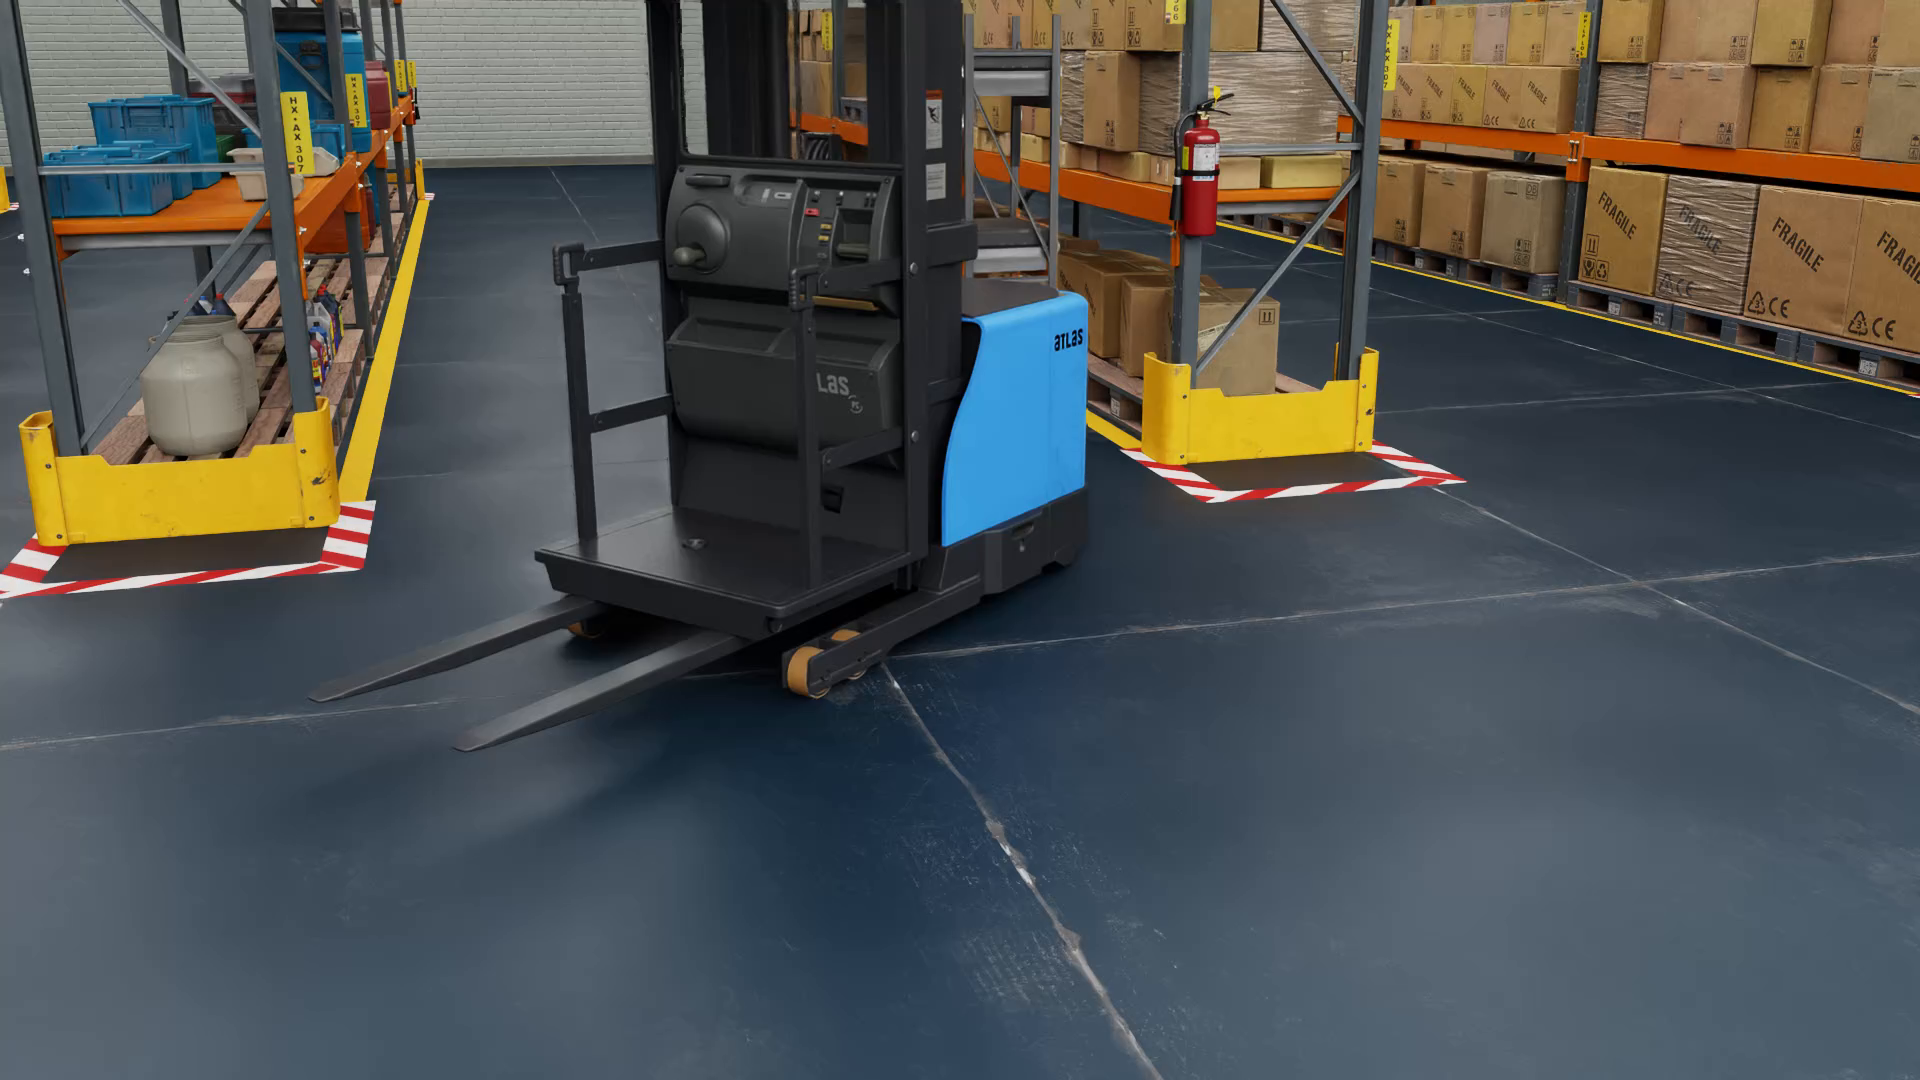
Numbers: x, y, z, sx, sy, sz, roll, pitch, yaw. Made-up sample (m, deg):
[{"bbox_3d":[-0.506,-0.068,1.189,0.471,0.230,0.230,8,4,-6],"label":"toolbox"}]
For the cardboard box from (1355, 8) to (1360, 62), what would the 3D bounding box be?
[{"bbox_3d":[4.246,-4.852,15.980,0.700,0.500,0.500,-5,17,-16],"label":"cardboard box"}]

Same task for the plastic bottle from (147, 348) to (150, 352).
[{"bbox_3d":[-4.204,-0.896,8.677,0.061,0.283,0.133,-4,17,-14],"label":"plastic bottle"}]

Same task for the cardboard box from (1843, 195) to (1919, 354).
[{"bbox_3d":[6.081,-1.604,10.040,0.875,0.875,0.875,-5,17,-15],"label":"cardboard box"}]

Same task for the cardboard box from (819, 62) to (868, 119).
[{"bbox_3d":[-1.038,-4.251,15.717,0.500,0.500,0.500,-4,17,-14],"label":"cardboard box"}]

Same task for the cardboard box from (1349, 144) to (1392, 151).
[{"bbox_3d":[4.176,-4.024,17.444,0.500,0.250,0.500,-6,18,-18],"label":"cardboard box"}]

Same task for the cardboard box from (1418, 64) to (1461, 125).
[{"bbox_3d":[4.412,-3.935,14.664,0.500,0.500,0.500,-5,17,-16],"label":"cardboard box"}]

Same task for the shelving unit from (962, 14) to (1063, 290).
[{"bbox_3d":[0.137,-1.135,7.079,0.431,2.100,0.503,-5,17,-17],"label":"shelving unit"}]

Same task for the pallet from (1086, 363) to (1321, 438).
[{"bbox_3d":[1.324,-0.787,9.204,1.003,0.211,1.213,-5,17,-15],"label":"pallet"}]

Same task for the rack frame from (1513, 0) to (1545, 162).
[{"bbox_3d":[7.765,-5.976,21.634,1.000,3.000,0.127,-5,17,-15],"label":"rack frame"}]

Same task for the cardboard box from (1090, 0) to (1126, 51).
[{"bbox_3d":[1.003,-2.813,8.674,0.500,0.500,0.500,-5,17,-15],"label":"cardboard box"}]

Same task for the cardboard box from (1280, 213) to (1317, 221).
[{"bbox_3d":[3.700,-3.616,17.391,0.500,0.500,0.500,-5,17,-16],"label":"cardboard box"}]

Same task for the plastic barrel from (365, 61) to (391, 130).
[{"bbox_3d":[-5.008,-3.656,13.671,0.600,0.536,0.708,-5,17,-15],"label":"plastic barrel"}]

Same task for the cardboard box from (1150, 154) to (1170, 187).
[{"bbox_3d":[1.189,-1.885,8.450,0.380,0.149,0.250,-5,17,-15],"label":"cardboard box"}]

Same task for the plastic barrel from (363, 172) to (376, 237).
[{"bbox_3d":[-5.888,-3.187,15.811,0.600,0.588,0.708,-5,17,-15],"label":"plastic barrel"}]

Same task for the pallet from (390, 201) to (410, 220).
[{"bbox_3d":[-6.765,-3.666,18.790,1.003,0.211,1.213,-5,17,-15],"label":"pallet"}]

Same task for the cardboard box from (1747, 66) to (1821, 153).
[{"bbox_3d":[5.795,-2.867,11.022,0.875,0.550,0.500,-5,17,-15],"label":"cardboard box"}]

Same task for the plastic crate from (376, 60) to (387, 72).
[{"bbox_3d":[-6.530,-5.127,18.592,0.402,0.464,0.583,-5,17,-15],"label":"plastic crate"}]

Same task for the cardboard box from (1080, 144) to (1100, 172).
[{"bbox_3d":[0.898,-2.160,9.366,0.380,0.149,0.250,-5,17,-15],"label":"cardboard box"}]

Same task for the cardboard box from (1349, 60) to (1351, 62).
[{"bbox_3d":[4.193,-4.823,16.985,0.380,0.149,0.250,-4,17,-13],"label":"cardboard box"}]

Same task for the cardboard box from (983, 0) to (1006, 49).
[{"bbox_3d":[0.453,-3.366,10.516,0.500,0.500,0.500,-5,17,-15],"label":"cardboard box"}]

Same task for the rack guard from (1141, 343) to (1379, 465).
[{"bbox_3d":[1.514,-0.697,8.405,1.175,0.500,0.348,-5,17,-15],"label":"rack guard"}]

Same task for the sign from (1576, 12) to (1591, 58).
[{"bbox_3d":[4.713,-3.815,12.564,0.100,0.325,0.005,-5,17,-15],"label":"sign"}]

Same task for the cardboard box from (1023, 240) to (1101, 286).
[{"bbox_3d":[0.671,-1.712,11.053,0.500,0.500,0.500,1,17,2],"label":"cardboard box"}]

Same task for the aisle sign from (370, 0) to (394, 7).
[{"bbox_3d":[-7.363,-7.196,21.174,0.394,0.787,0.004,-5,17,-15],"label":"aisle sign"}]

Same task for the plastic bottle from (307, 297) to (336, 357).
[{"bbox_3d":[-3.732,-1.233,9.681,0.144,0.351,0.185,-5,17,-16],"label":"plastic bottle"}]

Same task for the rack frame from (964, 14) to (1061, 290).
[{"bbox_3d":[0.210,-1.068,6.856,0.400,2.100,0.015,-5,17,-17],"label":"rack frame"}]

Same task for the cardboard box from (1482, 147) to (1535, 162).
[{"bbox_3d":[7.696,-5.132,22.548,0.875,0.438,0.875,-5,17,-16],"label":"cardboard box"}]

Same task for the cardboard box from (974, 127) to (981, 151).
[{"bbox_3d":[0.261,-2.706,11.184,0.380,0.149,0.250,-5,17,-15],"label":"cardboard box"}]

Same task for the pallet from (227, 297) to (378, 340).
[{"bbox_3d":[-4.580,-1.467,11.469,1.003,0.211,1.213,-5,17,-15],"label":"pallet"}]

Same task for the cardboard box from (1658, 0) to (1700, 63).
[{"bbox_3d":[5.563,-3.685,11.869,0.875,0.550,0.550,-5,17,-15],"label":"cardboard box"}]

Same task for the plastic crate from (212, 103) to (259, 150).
[{"bbox_3d":[-4.306,-2.404,9.848,0.767,0.338,0.504,-5,17,-15],"label":"plastic crate"}]

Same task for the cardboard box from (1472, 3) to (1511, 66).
[{"bbox_3d":[4.808,-4.290,14.107,0.700,0.500,0.500,-5,17,-15],"label":"cardboard box"}]

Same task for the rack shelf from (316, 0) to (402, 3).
[{"bbox_3d":[-7.075,-6.446,19.235,1.077,0.370,4.000,-5,17,-15],"label":"rack shelf"}]

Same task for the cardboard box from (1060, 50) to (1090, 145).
[{"bbox_3d":[1.061,-2.489,9.332,0.875,0.500,0.500,-5,17,-15],"label":"cardboard box"}]

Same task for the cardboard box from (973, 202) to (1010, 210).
[{"bbox_3d":[0.020,-2.453,13.485,0.700,0.500,0.500,-6,18,-20],"label":"cardboard box"}]

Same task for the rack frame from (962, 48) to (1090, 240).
[{"bbox_3d":[0.435,-2.980,11.658,1.000,3.000,0.127,-5,17,-15],"label":"rack frame"}]

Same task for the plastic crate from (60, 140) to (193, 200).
[{"bbox_3d":[-3.826,-1.706,7.674,0.499,0.251,0.408,-5,17,-15],"label":"plastic crate"}]

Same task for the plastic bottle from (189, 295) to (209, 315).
[{"bbox_3d":[-4.504,-1.274,9.820,0.144,0.351,0.185,-4,17,-14],"label":"plastic bottle"}]

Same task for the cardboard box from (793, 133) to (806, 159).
[{"bbox_3d":[-1.071,-3.710,17.051,1.225,0.875,0.875,-5,17,-15],"label":"cardboard box"}]

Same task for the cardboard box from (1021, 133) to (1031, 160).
[{"bbox_3d":[0.572,-2.433,10.273,0.380,0.149,0.250,-5,17,-15],"label":"cardboard box"}]

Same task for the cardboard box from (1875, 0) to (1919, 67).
[{"bbox_3d":[6.027,-3.077,9.845,0.875,0.550,0.550,-5,17,-15],"label":"cardboard box"}]

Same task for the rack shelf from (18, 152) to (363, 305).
[{"bbox_3d":[-3.777,-1.691,8.617,1.077,0.370,4.000,-5,17,-15],"label":"rack shelf"}]

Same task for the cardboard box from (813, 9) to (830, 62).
[{"bbox_3d":[-1.026,-4.999,16.461,0.797,0.503,0.637,-4,17,-14],"label":"cardboard box"}]

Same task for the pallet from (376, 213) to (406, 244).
[{"bbox_3d":[-6.354,-3.249,17.401,1.003,0.211,1.213,-5,17,-15],"label":"pallet"}]

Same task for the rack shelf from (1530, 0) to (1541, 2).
[{"bbox_3d":[8.315,-6.515,19.464,1.077,0.370,4.000,-5,17,-15],"label":"rack shelf"}]

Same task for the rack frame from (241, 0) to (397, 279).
[{"bbox_3d":[-5.426,-3.695,14.038,1.000,3.000,0.127,-5,17,-15],"label":"rack frame"}]

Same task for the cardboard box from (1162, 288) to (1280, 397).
[{"bbox_3d":[1.379,-1.052,8.854,0.500,0.500,0.500,-1,17,-5],"label":"cardboard box"}]

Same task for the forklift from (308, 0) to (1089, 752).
[{"bbox_3d":[-0.728,-1.055,5.368,1.130,2.935,3.031,11,20,32],"label":"forklift"}]

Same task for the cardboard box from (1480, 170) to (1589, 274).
[{"bbox_3d":[4.975,-2.632,13.682,1.050,0.750,0.750,-5,17,-16],"label":"cardboard box"}]

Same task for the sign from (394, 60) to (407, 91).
[{"bbox_3d":[-5.996,-4.977,17.825,0.100,0.325,0.005,-5,17,-15],"label":"sign"}]

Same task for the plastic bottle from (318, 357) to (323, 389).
[{"bbox_3d":[-3.455,-0.907,8.858,0.097,0.201,0.097,0,17,0],"label":"plastic bottle"}]

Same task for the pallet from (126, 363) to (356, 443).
[{"bbox_3d":[-3.844,-0.726,9.001,1.003,0.211,1.213,-5,17,-15],"label":"pallet"}]

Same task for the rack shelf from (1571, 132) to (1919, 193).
[{"bbox_3d":[5.782,-2.446,11.133,1.077,0.370,4.000,-5,17,-15],"label":"rack shelf"}]

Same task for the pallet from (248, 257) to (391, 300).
[{"bbox_3d":[-5.251,-2.142,13.716,1.003,0.211,1.213,-5,17,-15],"label":"pallet"}]

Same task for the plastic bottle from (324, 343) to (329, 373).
[{"bbox_3d":[-3.575,-1.028,9.261,0.097,0.201,0.097,0,17,0],"label":"plastic bottle"}]

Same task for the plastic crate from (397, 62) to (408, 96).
[{"bbox_3d":[-7.353,-5.875,21.132,0.616,0.435,0.499,-5,17,-15],"label":"plastic crate"}]

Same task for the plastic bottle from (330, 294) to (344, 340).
[{"bbox_3d":[-3.878,-1.391,10.326,0.061,0.283,0.133,-4,17,-12],"label":"plastic bottle"}]

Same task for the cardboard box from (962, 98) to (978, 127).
[{"bbox_3d":[0.499,-3.041,11.171,0.875,0.500,0.500,-5,17,-15],"label":"cardboard box"}]
